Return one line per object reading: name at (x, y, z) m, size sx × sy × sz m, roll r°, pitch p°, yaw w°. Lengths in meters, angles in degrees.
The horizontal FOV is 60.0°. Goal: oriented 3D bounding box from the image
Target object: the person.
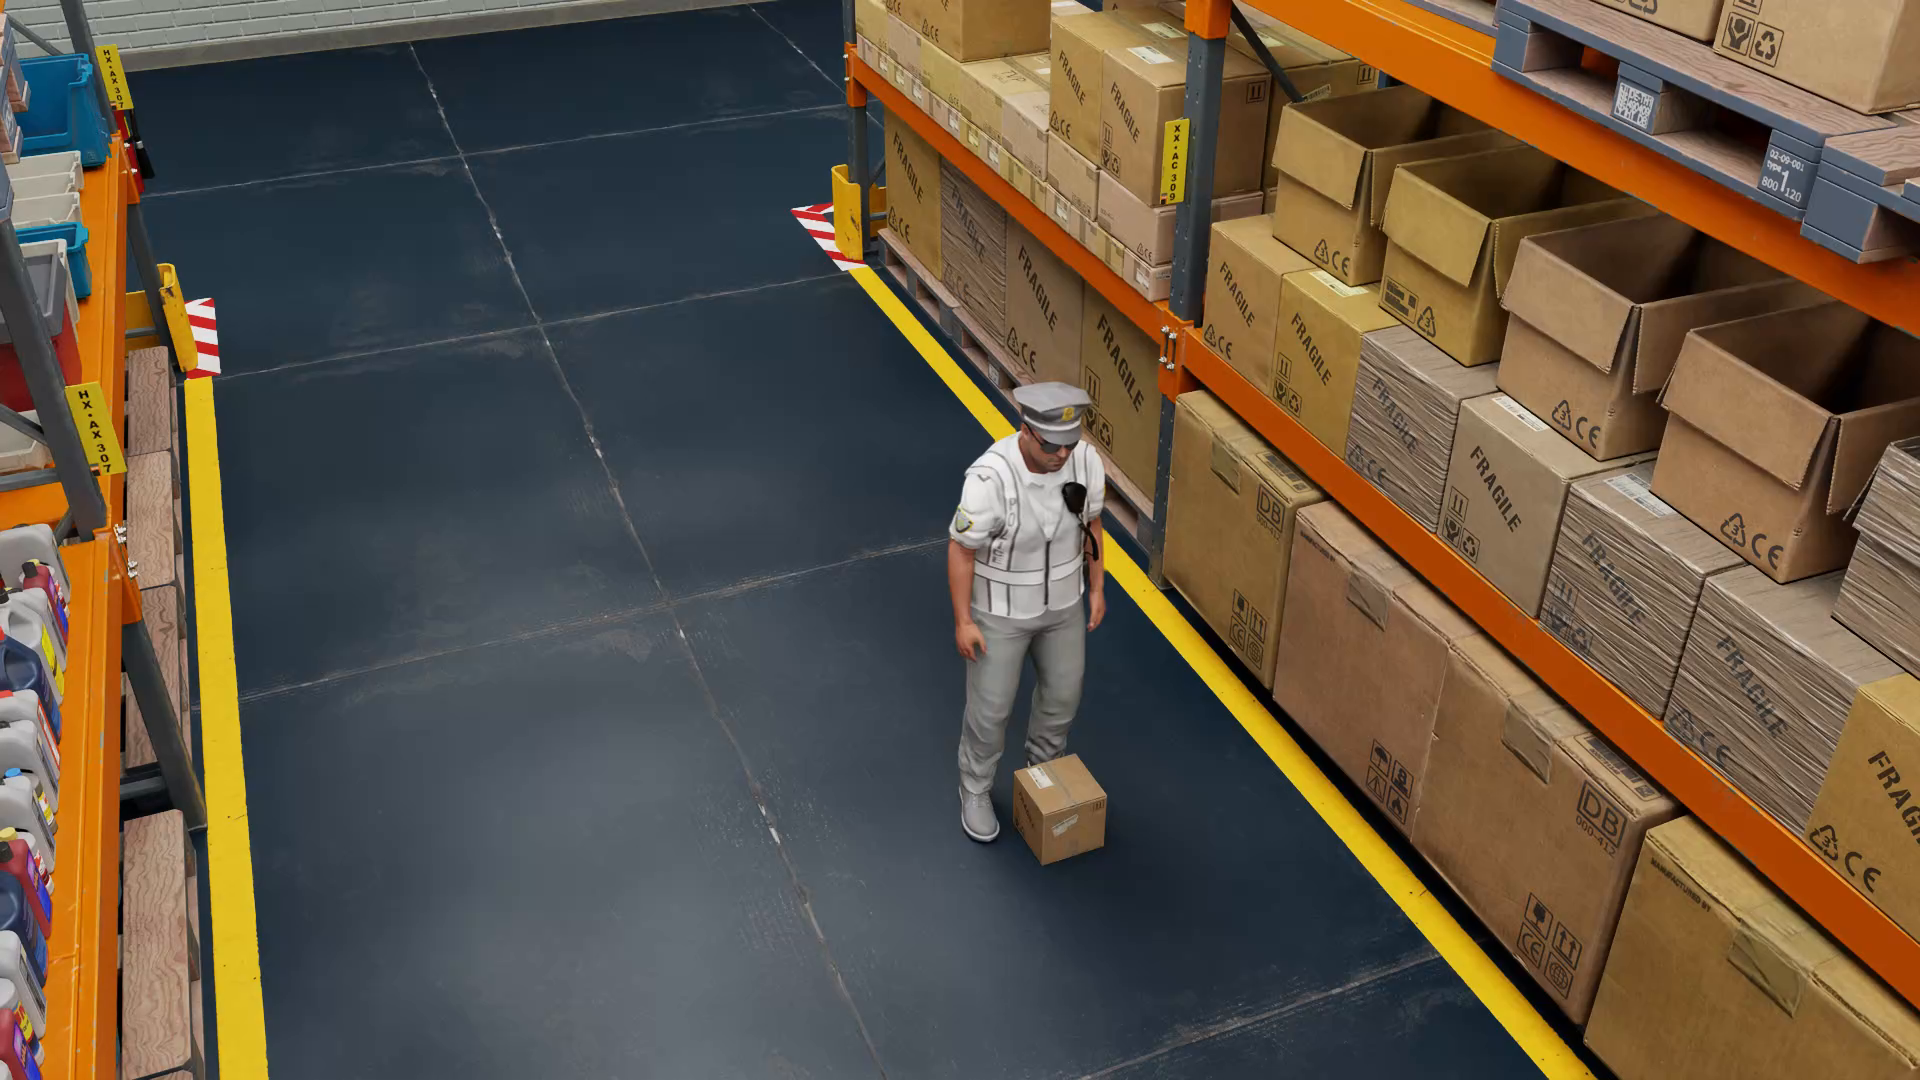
person at (0.233, 0.214, 5.806) m, size 0.585 × 1.749 × 0.438 m, roll -13°, pitch 36°, yaw -19°
